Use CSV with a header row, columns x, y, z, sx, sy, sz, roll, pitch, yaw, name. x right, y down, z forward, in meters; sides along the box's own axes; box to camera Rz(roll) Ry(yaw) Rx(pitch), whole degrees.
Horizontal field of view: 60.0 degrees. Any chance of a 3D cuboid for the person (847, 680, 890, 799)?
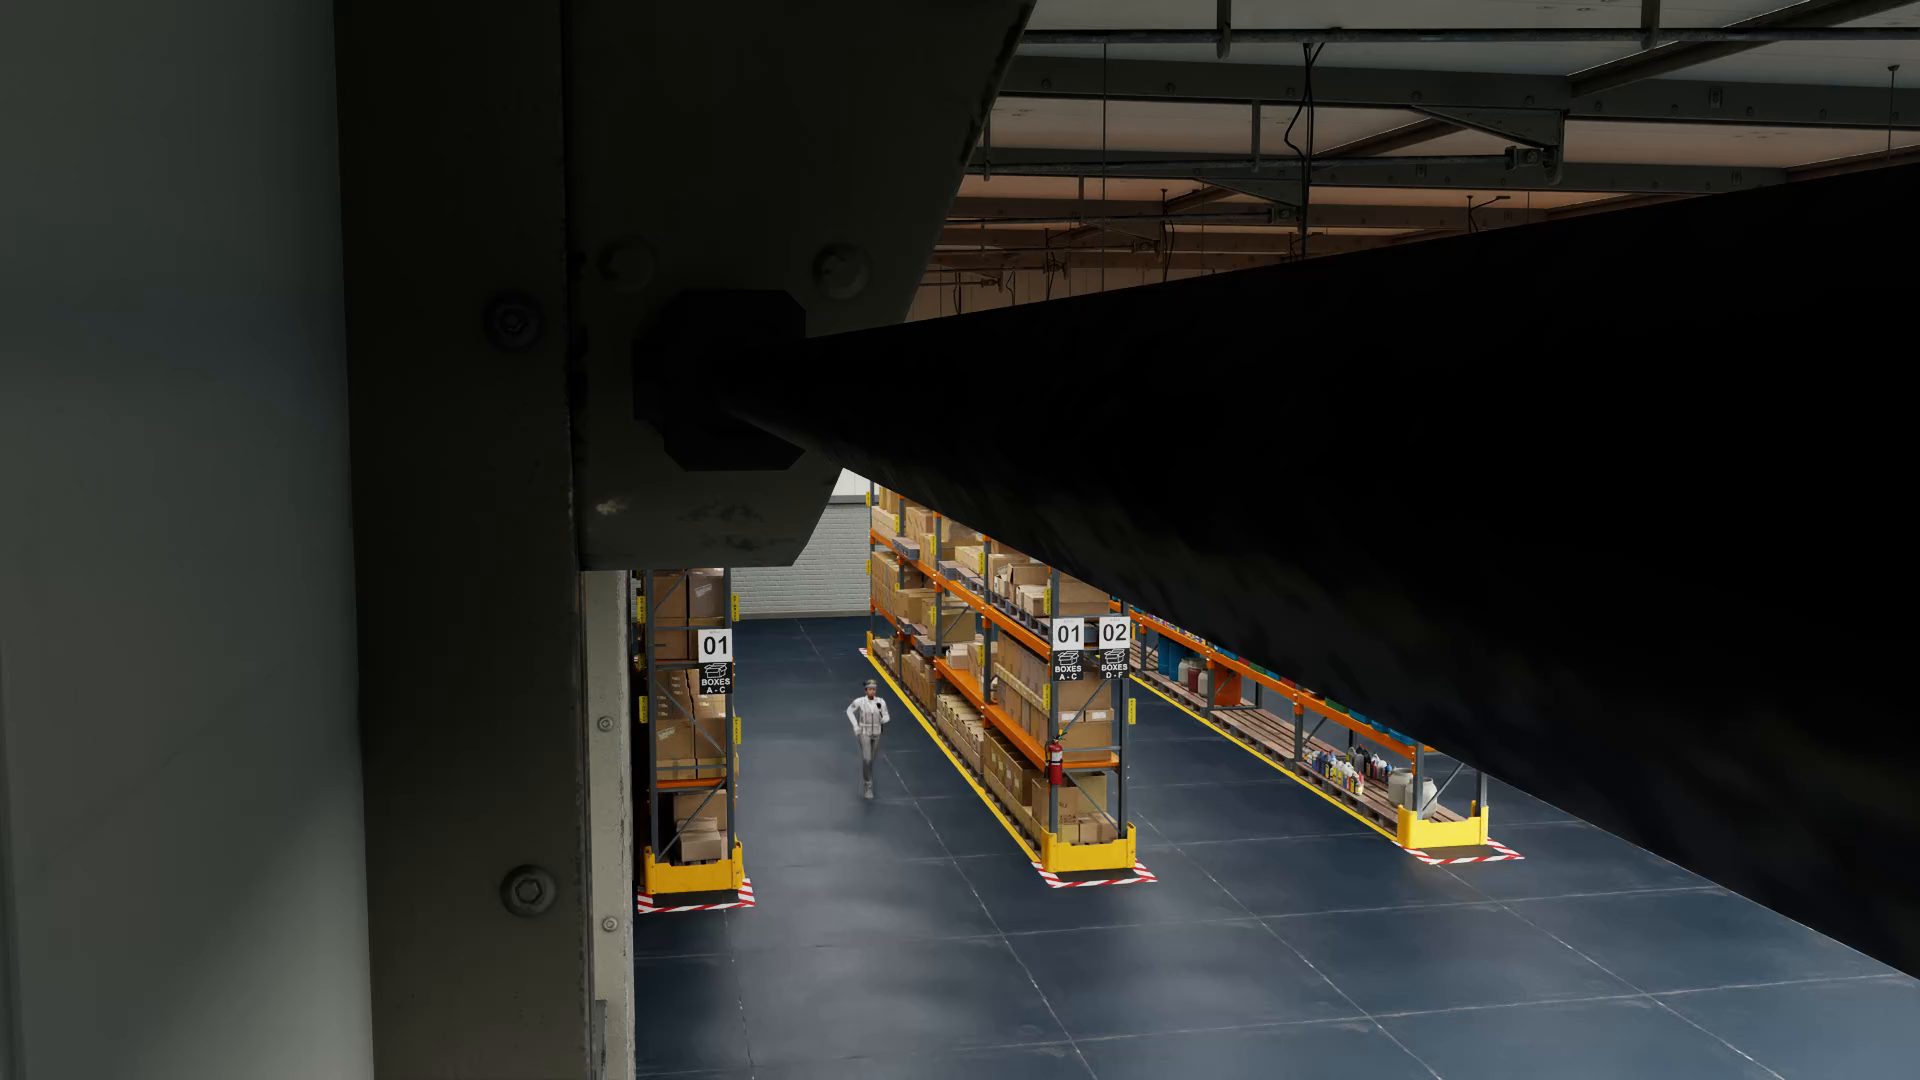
x,y,z,sx,sy,sz,roll,pitch,yaw,name
-1.333,2.923,24.661,0.595,1.755,0.736,-2,6,-22,person
